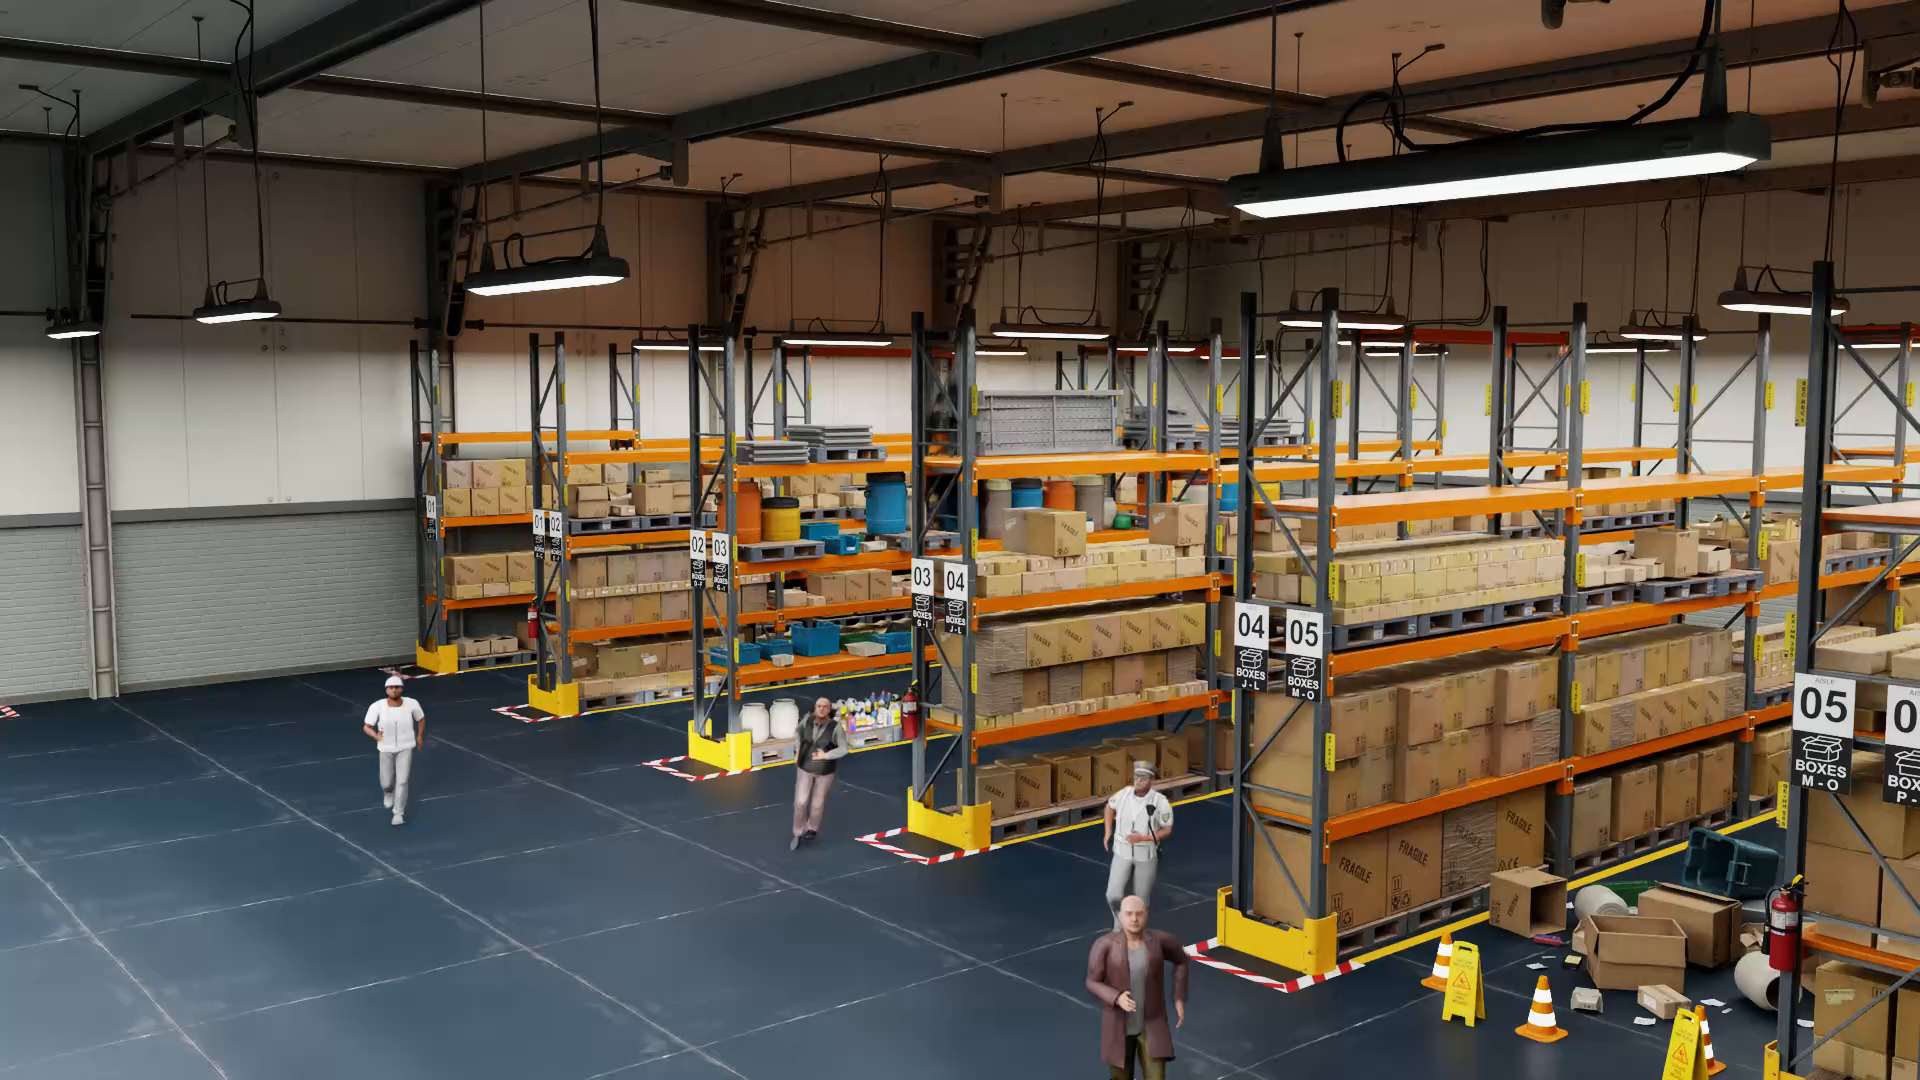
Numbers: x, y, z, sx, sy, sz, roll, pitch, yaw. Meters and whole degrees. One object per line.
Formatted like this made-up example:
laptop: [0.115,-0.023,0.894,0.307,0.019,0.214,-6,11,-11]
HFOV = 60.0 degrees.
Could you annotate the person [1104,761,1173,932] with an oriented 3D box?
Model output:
person: [1.621,2.891,15.259,0.663,1.757,0.615,1,5,14]

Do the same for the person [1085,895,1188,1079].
person: [1.182,3.259,11.130,0.688,1.751,0.722,0,5,4]

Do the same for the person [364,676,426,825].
person: [-6.712,2.469,19.782,0.708,1.732,0.733,-2,6,-20]

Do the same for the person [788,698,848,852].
person: [-1.578,2.603,18.594,0.674,1.729,0.703,0,5,3]
